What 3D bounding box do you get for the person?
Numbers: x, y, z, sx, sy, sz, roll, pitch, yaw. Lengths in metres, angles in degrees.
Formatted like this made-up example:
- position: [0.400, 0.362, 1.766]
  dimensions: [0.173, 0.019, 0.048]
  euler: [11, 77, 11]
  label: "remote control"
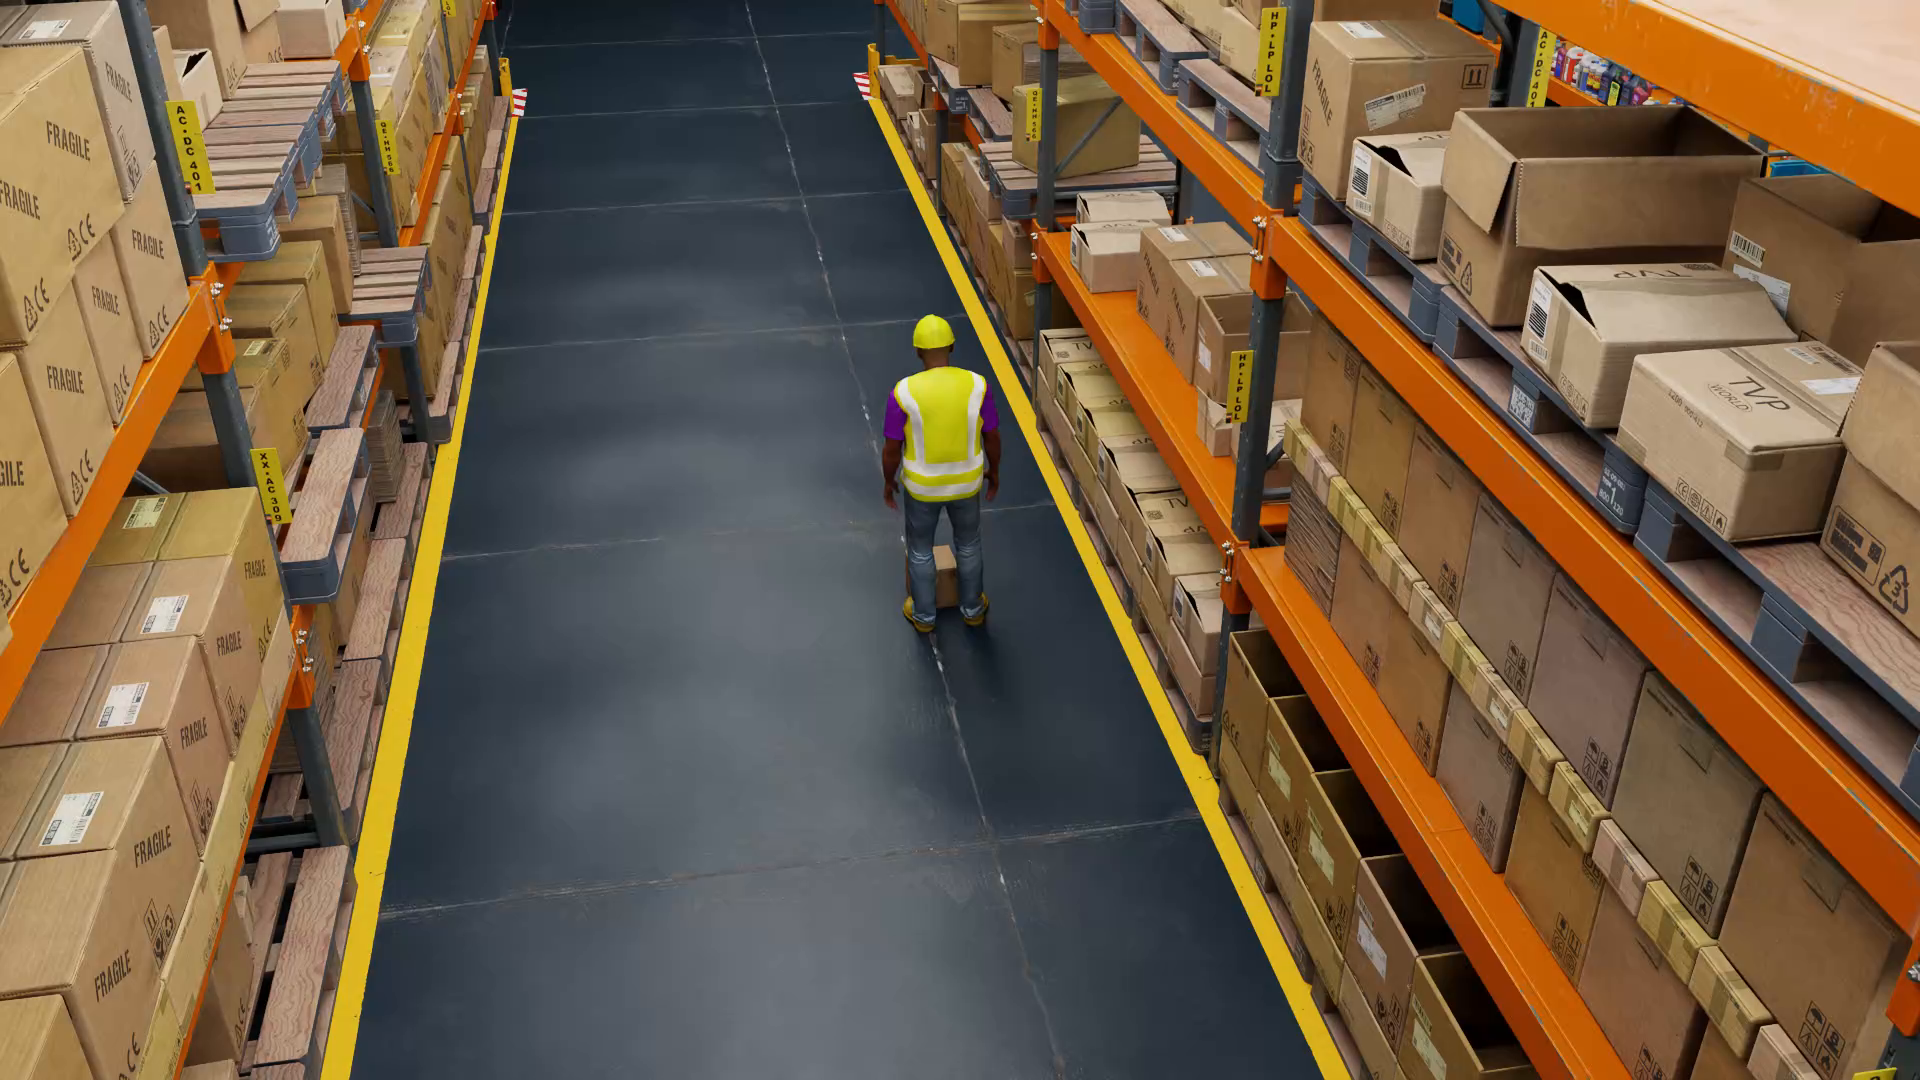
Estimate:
- position: [-0.098, -0.326, 8.673]
  dimensions: [0.625, 1.760, 0.459]
  euler: [-6, 31, -9]
  label: "person"
